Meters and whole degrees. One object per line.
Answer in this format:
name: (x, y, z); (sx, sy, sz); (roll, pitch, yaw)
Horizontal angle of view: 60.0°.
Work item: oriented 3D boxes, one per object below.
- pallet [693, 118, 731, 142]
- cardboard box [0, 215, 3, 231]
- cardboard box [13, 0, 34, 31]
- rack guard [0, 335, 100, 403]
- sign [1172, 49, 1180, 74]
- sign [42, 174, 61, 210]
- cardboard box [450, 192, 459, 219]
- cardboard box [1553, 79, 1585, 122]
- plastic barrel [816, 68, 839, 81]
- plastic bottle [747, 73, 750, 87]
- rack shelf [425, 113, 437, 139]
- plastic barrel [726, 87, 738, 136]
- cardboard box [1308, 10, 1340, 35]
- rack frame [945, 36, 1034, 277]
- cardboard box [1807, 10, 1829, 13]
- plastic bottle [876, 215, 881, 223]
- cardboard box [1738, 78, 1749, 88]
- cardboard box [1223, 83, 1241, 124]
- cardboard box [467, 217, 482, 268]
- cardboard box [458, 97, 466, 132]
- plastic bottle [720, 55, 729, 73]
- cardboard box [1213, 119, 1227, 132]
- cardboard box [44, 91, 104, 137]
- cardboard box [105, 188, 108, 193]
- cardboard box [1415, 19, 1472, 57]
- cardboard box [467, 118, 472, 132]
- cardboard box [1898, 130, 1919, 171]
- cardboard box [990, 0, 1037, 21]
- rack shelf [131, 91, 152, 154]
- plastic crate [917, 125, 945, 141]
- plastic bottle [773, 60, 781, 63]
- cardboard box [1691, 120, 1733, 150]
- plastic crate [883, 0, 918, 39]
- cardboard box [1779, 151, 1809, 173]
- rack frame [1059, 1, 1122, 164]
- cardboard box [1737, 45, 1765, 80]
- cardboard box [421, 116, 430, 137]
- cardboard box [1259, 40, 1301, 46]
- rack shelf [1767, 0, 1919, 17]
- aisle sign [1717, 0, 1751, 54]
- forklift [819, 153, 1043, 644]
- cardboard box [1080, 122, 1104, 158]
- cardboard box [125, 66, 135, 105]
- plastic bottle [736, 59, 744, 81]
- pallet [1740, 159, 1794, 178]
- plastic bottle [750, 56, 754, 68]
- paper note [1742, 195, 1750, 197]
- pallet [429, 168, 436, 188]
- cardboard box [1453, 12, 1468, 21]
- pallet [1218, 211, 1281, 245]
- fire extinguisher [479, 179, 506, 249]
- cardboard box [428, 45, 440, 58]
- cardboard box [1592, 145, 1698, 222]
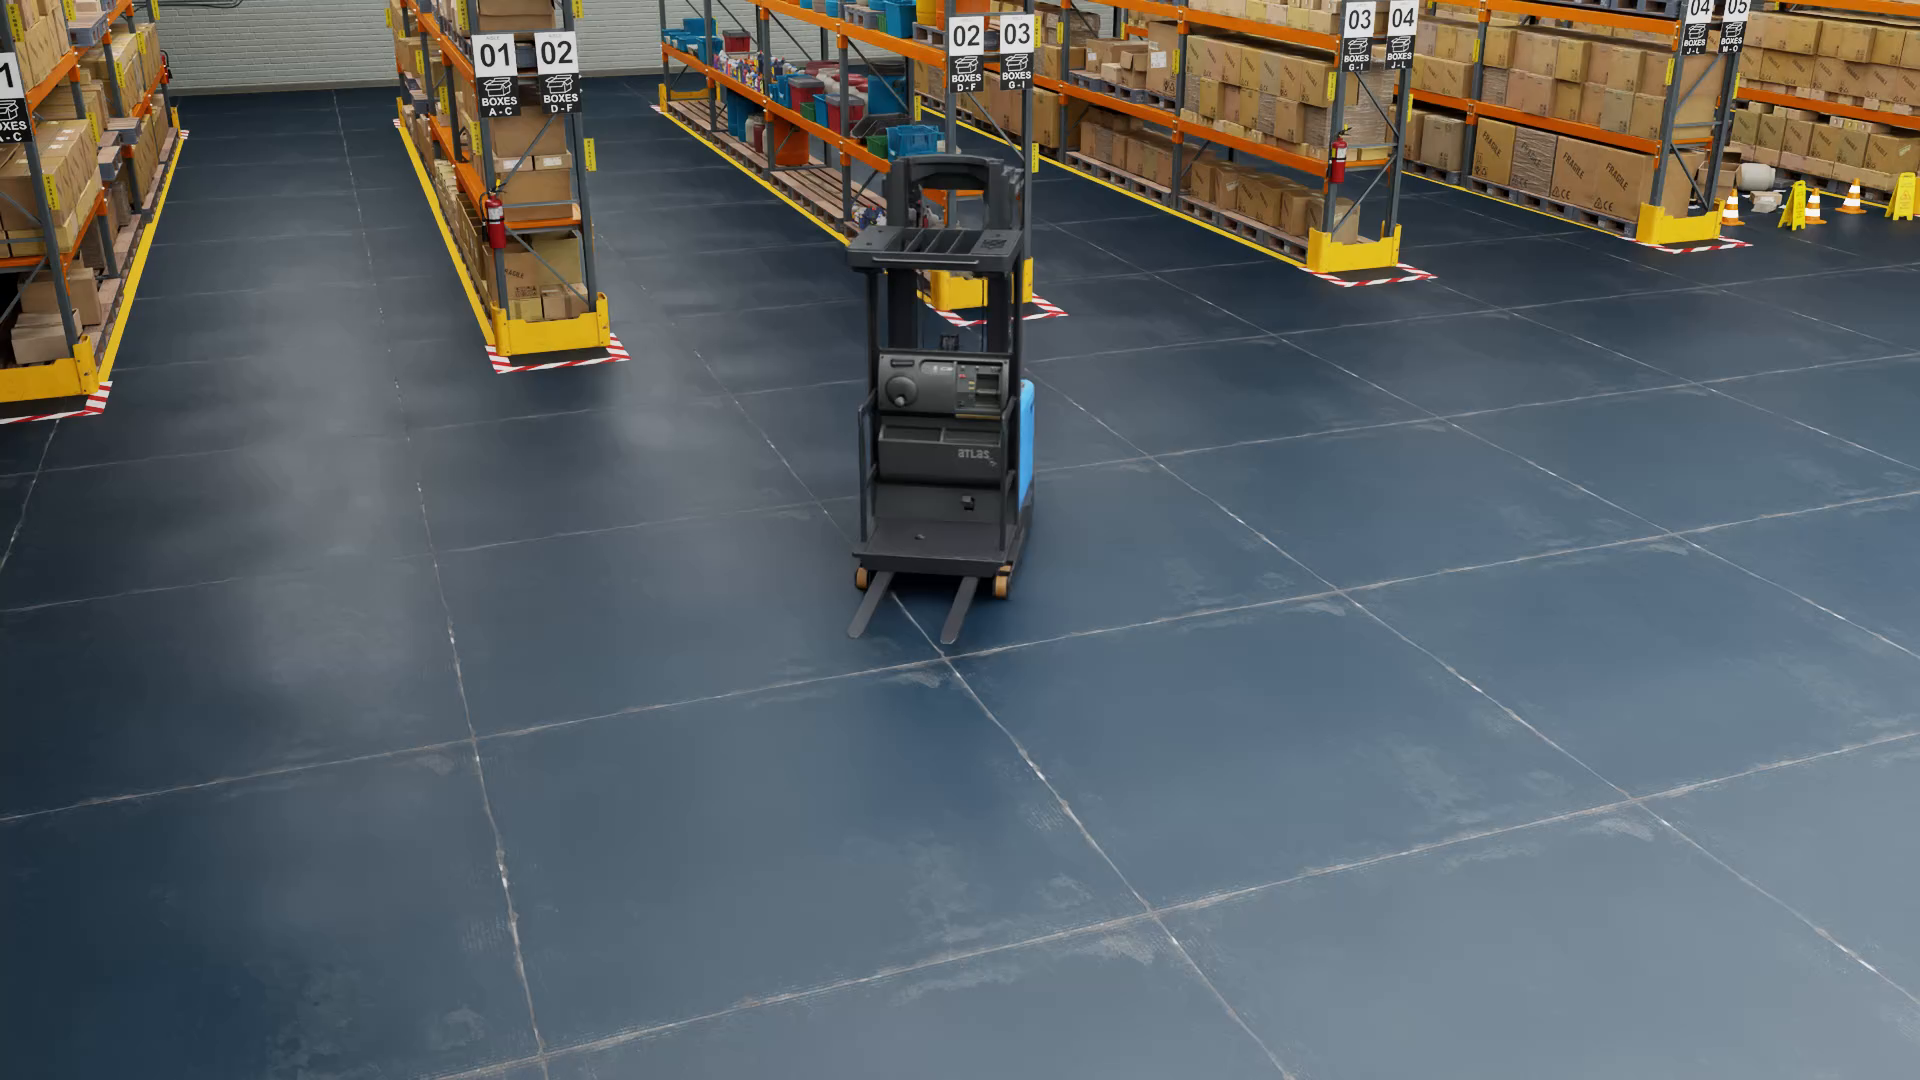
pallet: (-4.212, -7.452, 30.159); (1.003, 0.211, 1.213); (-8, 24, -19)
cardboard box: (-9.311, -3.184, 15.643); (0.500, 0.500, 0.500); (-9, 24, -20)
cardboard box: (-8.984, -5.017, 15.486); (0.500, 0.500, 0.500); (-9, 24, -20)
rack guard: (-8.972, -1.632, 15.977); (1.175, 0.500, 0.348); (-8, 24, -19)
sign: (3.025, -6.704, 23.304); (0.100, 0.325, 0.005); (-8, 24, -19)
sign: (-8.438, -3.229, 15.435); (0.100, 0.325, 0.005); (-8, 24, -19)
cardboard box: (-6.326, -4.371, 21.536); (0.500, 0.311, 0.500); (-8, 24, -18)
cardboard box: (8.938, -6.241, 23.501); (0.875, 0.550, 0.500); (-8, 24, -19)
plastic barrel: (-1.940, -6.729, 24.709); (0.421, 0.512, 0.421); (0, 23, 0)
plastic bottle: (-3.357, -7.359, 26.604); (0.097, 0.201, 0.097); (0, 23, 0)
rack shelf: (-7.845, -6.739, 25.803); (1.077, 0.370, 4.000); (-8, 24, -19)
plastic barrel: (-3.740, -7.502, 28.848); (0.600, 0.901, 0.708); (-8, 24, -19)
cardboard box: (4.548, -6.248, 20.043); (0.500, 0.250, 0.500); (-8, 24, -18)
rack frame: (0.323, -4.115, 18.652); (1.000, 3.000, 0.127); (-8, 24, -19)
cardboard box: (16.348, -9.998, 31.646); (0.380, 0.149, 0.250); (-8, 24, -17)
plastic bottle: (-1.040, -4.047, 21.436); (0.097, 0.271, 0.097); (0, 23, 0)
cardboard box: (12.626, -7.334, 26.611); (0.380, 0.149, 0.250); (-8, 24, -19)
cardboard box: (4.059, -5.905, 22.386); (0.875, 0.500, 0.500); (-8, 24, -19)
cardboard box: (-5.323, -3.406, 19.003); (0.500, 0.500, 0.500); (-8, 24, -19)
cardboard box: (-6.345, -5.591, 22.024); (0.500, 0.500, 0.500); (-8, 24, -19)
plastic bottle: (-3.980, -8.065, 28.182); (0.152, 0.276, 0.135); (-8, 24, -19)
cardboard box: (3.675, -5.647, 22.610); (0.380, 0.149, 0.250); (-8, 24, -19)
cardboard box: (-11.135, -5.292, 20.749); (0.700, 0.500, 0.500); (-8, 24, -19)
cardboard box: (-11.326, -4.589, 21.462); (0.500, 0.250, 0.500); (-8, 24, -18)
cardboard box: (7.677, -7.949, 26.331); (0.700, 0.500, 0.500); (-8, 24, -19)
cardboard box: (-5.536, -4.831, 19.387); (0.380, 0.149, 0.250); (-9, 24, -19)
cardboard box: (14.192, -5.766, 24.602); (0.500, 0.500, 0.500); (-9, 25, -21)
cardboard box: (0.951, -9.432, 29.847); (0.797, 0.503, 0.637); (-9, 24, -20)
rack shelf: (-12.478, -6.058, 24.187); (1.077, 0.370, 4.000); (-8, 24, -19)
plastic crate: (-0.445, -5.135, 21.263); (0.499, 0.251, 0.616); (-8, 24, -19)
plastic bottle: (-3.038, -7.870, 27.720); (0.152, 0.276, 0.135); (-8, 24, -19)
cardboard box: (12.627, -6.781, 27.818); (0.950, 0.372, 0.625); (-8, 24, -18)
plastic crate: (-0.632, -6.142, 19.618); (0.392, 0.384, 0.575); (-8, 24, -19)
cardboard box: (13.159, -5.898, 25.881); (0.500, 0.250, 0.500); (-9, 24, -20)
rack frame: (2.130, -7.702, 27.161); (1.000, 3.000, 0.127); (-8, 24, -19)
cardboard box: (12.709, -7.593, 26.391); (0.500, 0.500, 0.500); (-8, 24, -19)
cardboard box: (-8.078, -6.439, 25.851); (0.500, 0.250, 0.500); (-9, 24, -20)
cardboard box: (4.313, -6.403, 22.280); (0.500, 0.500, 0.500); (-8, 24, -19)
rack shelf: (13.521, -7.932, 24.771); (1.077, 0.370, 4.000); (-8, 24, -19)
aisle sign: (9.938, -6.652, 21.323); (0.394, 0.787, 0.004); (-8, 24, -19)
forklift: (-0.208, -1.088, 11.557); (1.130, 2.935, 3.031); (6, 24, 13)
cardboard box: (2.386, -6.512, 26.989); (0.700, 0.500, 0.500); (-10, 25, -22)
cardboard box: (-12.054, -6.439, 23.627); (0.500, 0.500, 0.500); (-8, 24, -19)
plastic bottle: (-3.579, -7.682, 27.178); (0.144, 0.351, 0.185); (-8, 24, -19)
pallet: (13.085, -6.084, 26.912); (1.003, 0.211, 1.213); (-8, 24, -19)
plastic bottle: (-3.585, -8.261, 28.744); (0.097, 0.201, 0.097); (0, 23, 0)
paper note: (11.872, -5.181, 25.017); (0.148, 0.019, 0.142); (0, 23, -1)
pallet: (-7.794, -5.778, 26.186); (1.003, 0.211, 1.213); (-8, 24, -19)
cardboard box: (10.090, -10.292, 32.855); (0.500, 0.250, 0.500); (-8, 24, -18)
pallet: (4.248, -4.280, 22.633); (1.003, 0.211, 1.213); (-8, 24, -19)
fire extinguisher: (-4.705, -3.295, 16.804); (0.296, 0.674, 0.183); (-8, 24, -19)
cardboard box: (-7.870, -7.403, 25.783); (0.700, 0.500, 0.500); (-15, 27, -32)
cardboard box: (9.331, -4.890, 22.686); (0.875, 0.875, 0.875); (-8, 24, -19)
